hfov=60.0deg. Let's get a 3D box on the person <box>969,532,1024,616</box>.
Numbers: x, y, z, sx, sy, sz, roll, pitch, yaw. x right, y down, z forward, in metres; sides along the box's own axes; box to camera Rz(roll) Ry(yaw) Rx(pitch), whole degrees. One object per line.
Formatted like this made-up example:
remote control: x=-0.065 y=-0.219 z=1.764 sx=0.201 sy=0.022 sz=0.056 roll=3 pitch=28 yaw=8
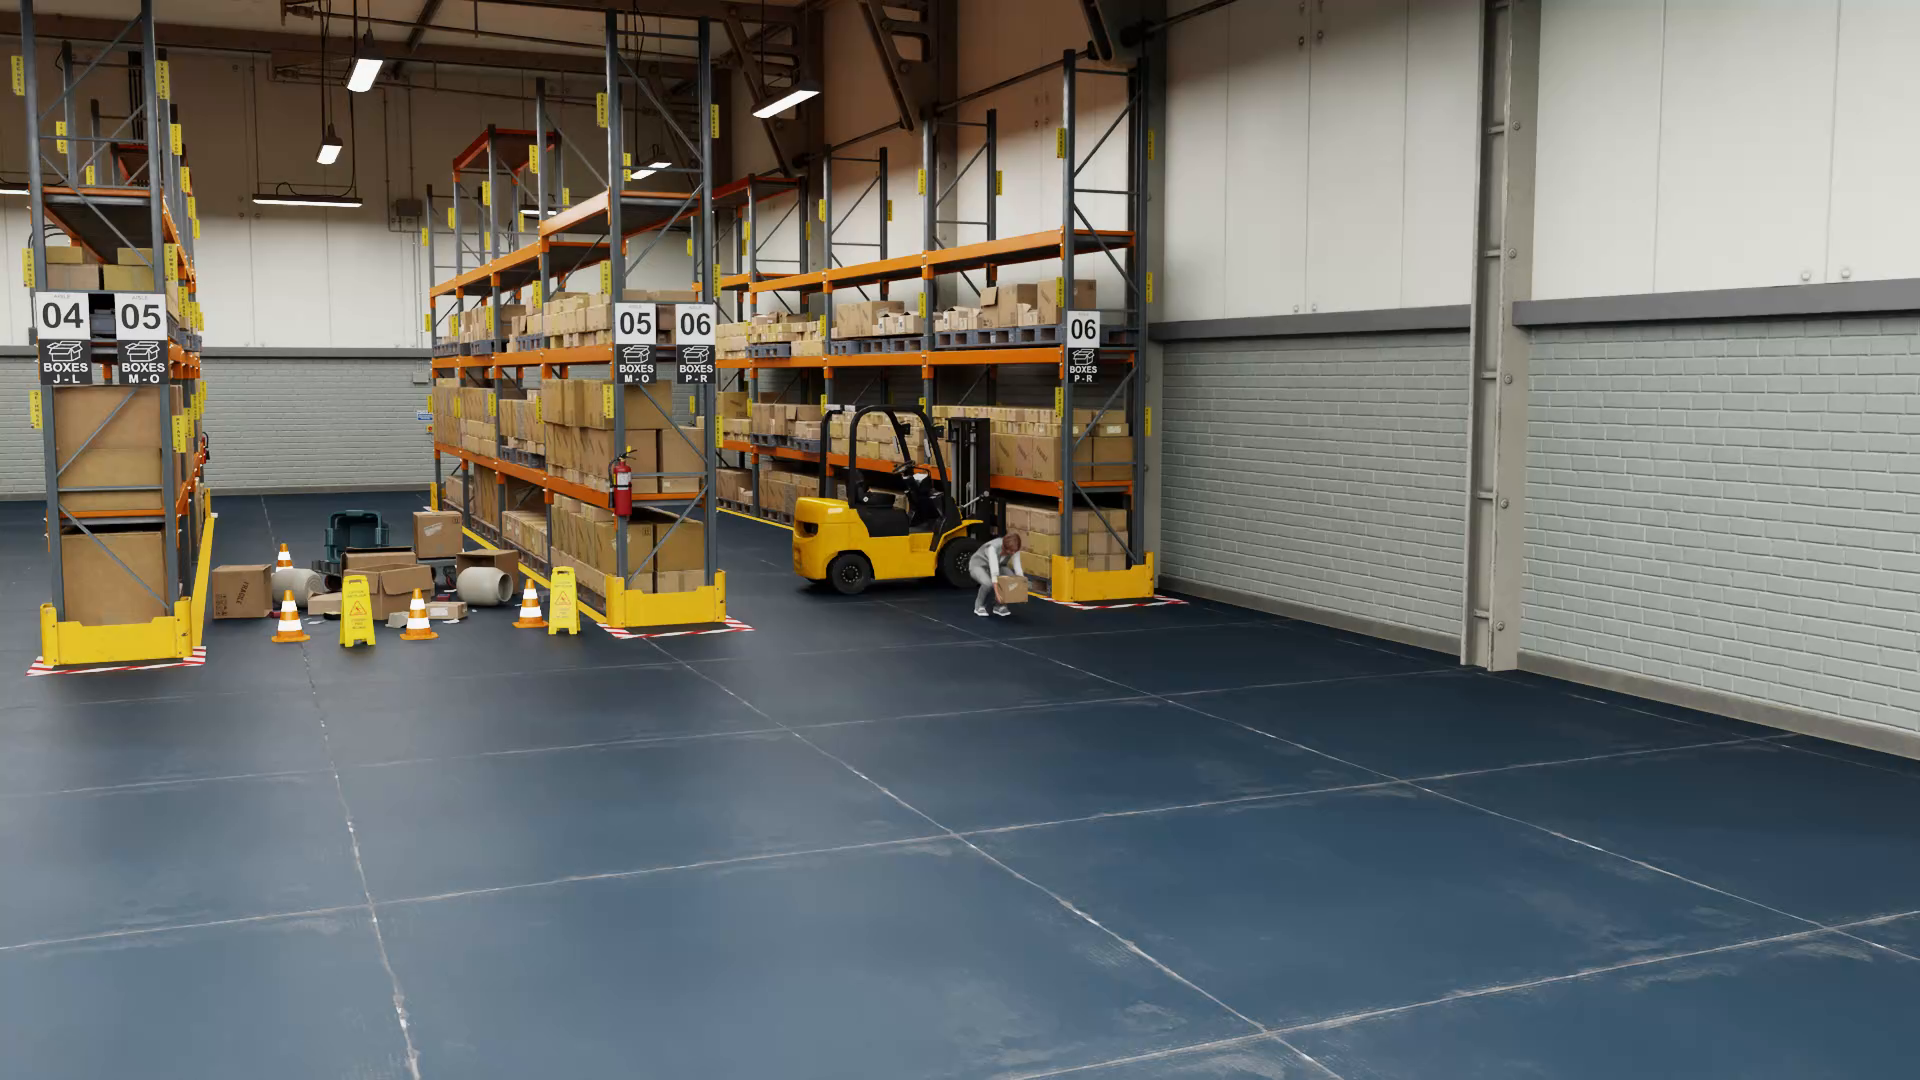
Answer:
person: x=0.384 y=0.346 z=17.250 sx=0.419 sy=0.908 sz=0.835 roll=-3 pitch=6 yaw=-25
